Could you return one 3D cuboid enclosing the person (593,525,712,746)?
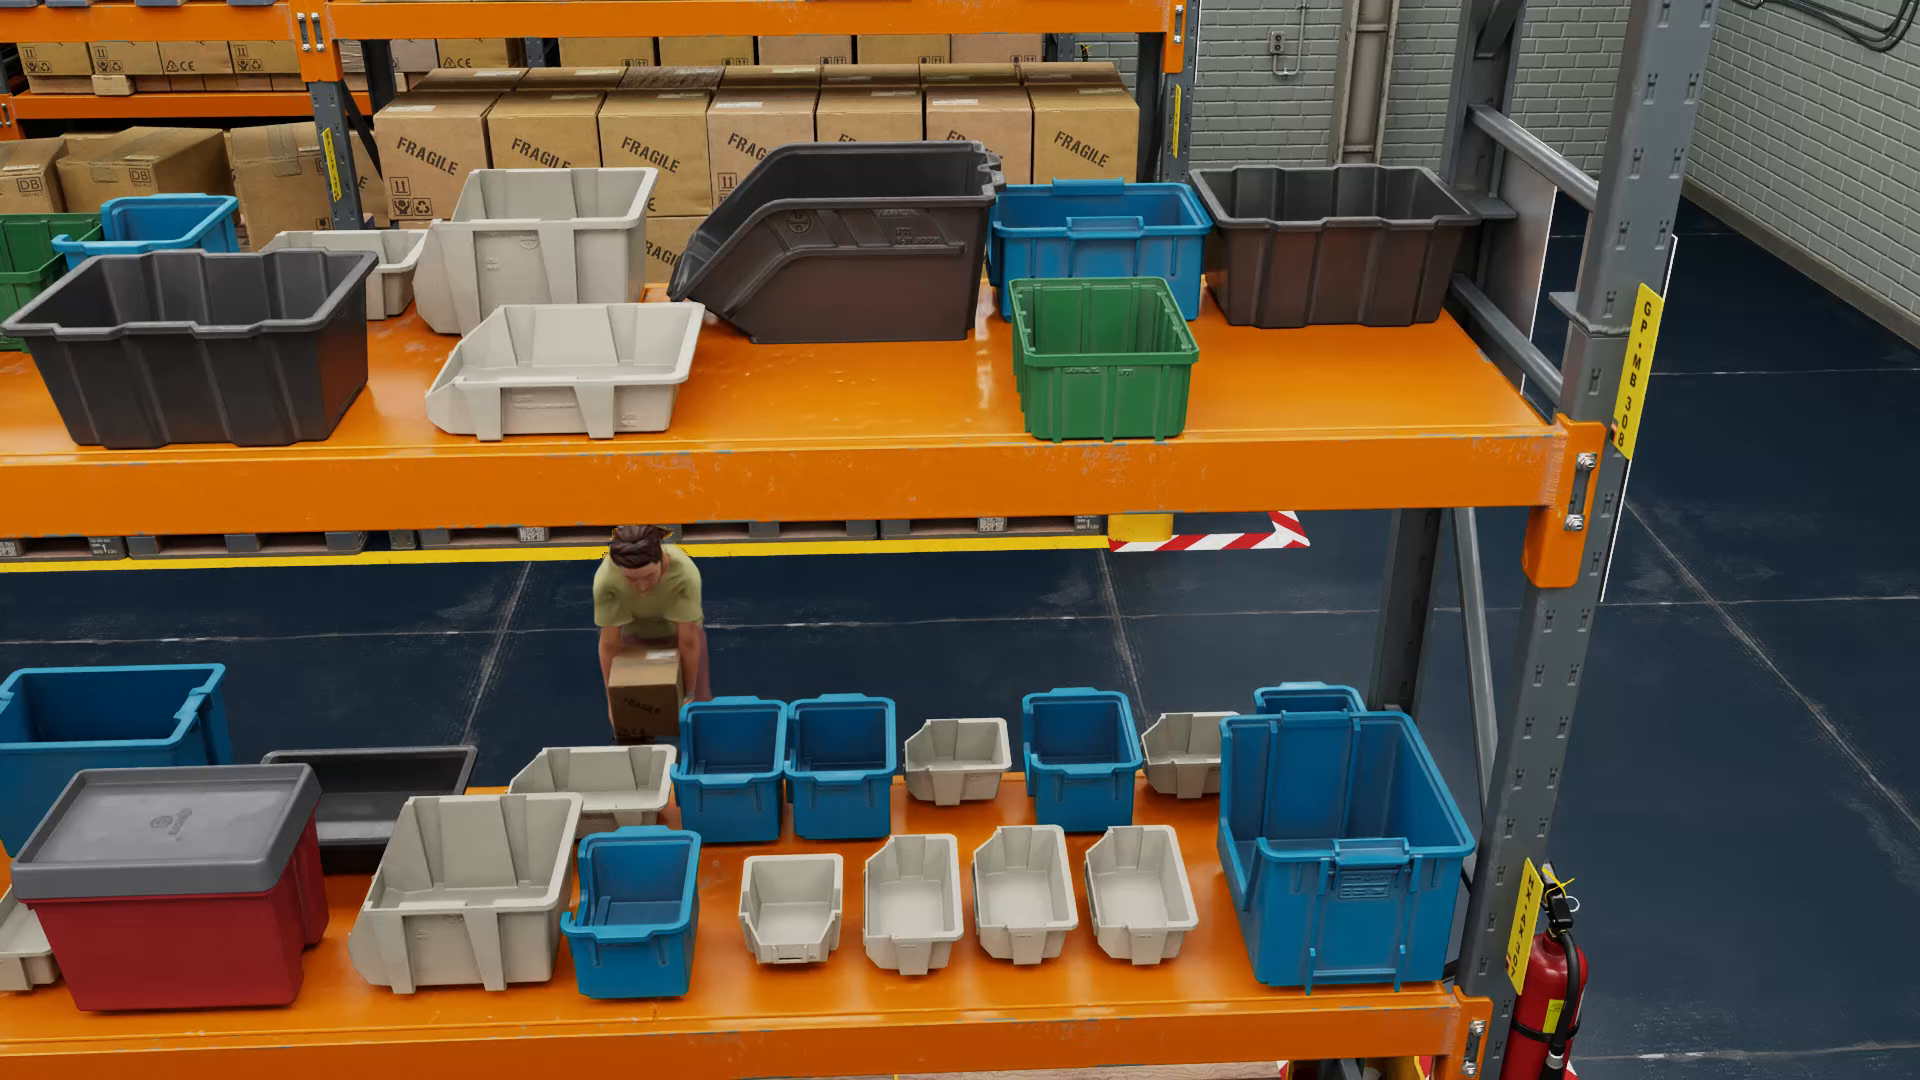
[{"bbox_3d":[-1.167,0.497,6.380,0.411,1.489,0.685,-2,28,-4],"label":"person"}]
